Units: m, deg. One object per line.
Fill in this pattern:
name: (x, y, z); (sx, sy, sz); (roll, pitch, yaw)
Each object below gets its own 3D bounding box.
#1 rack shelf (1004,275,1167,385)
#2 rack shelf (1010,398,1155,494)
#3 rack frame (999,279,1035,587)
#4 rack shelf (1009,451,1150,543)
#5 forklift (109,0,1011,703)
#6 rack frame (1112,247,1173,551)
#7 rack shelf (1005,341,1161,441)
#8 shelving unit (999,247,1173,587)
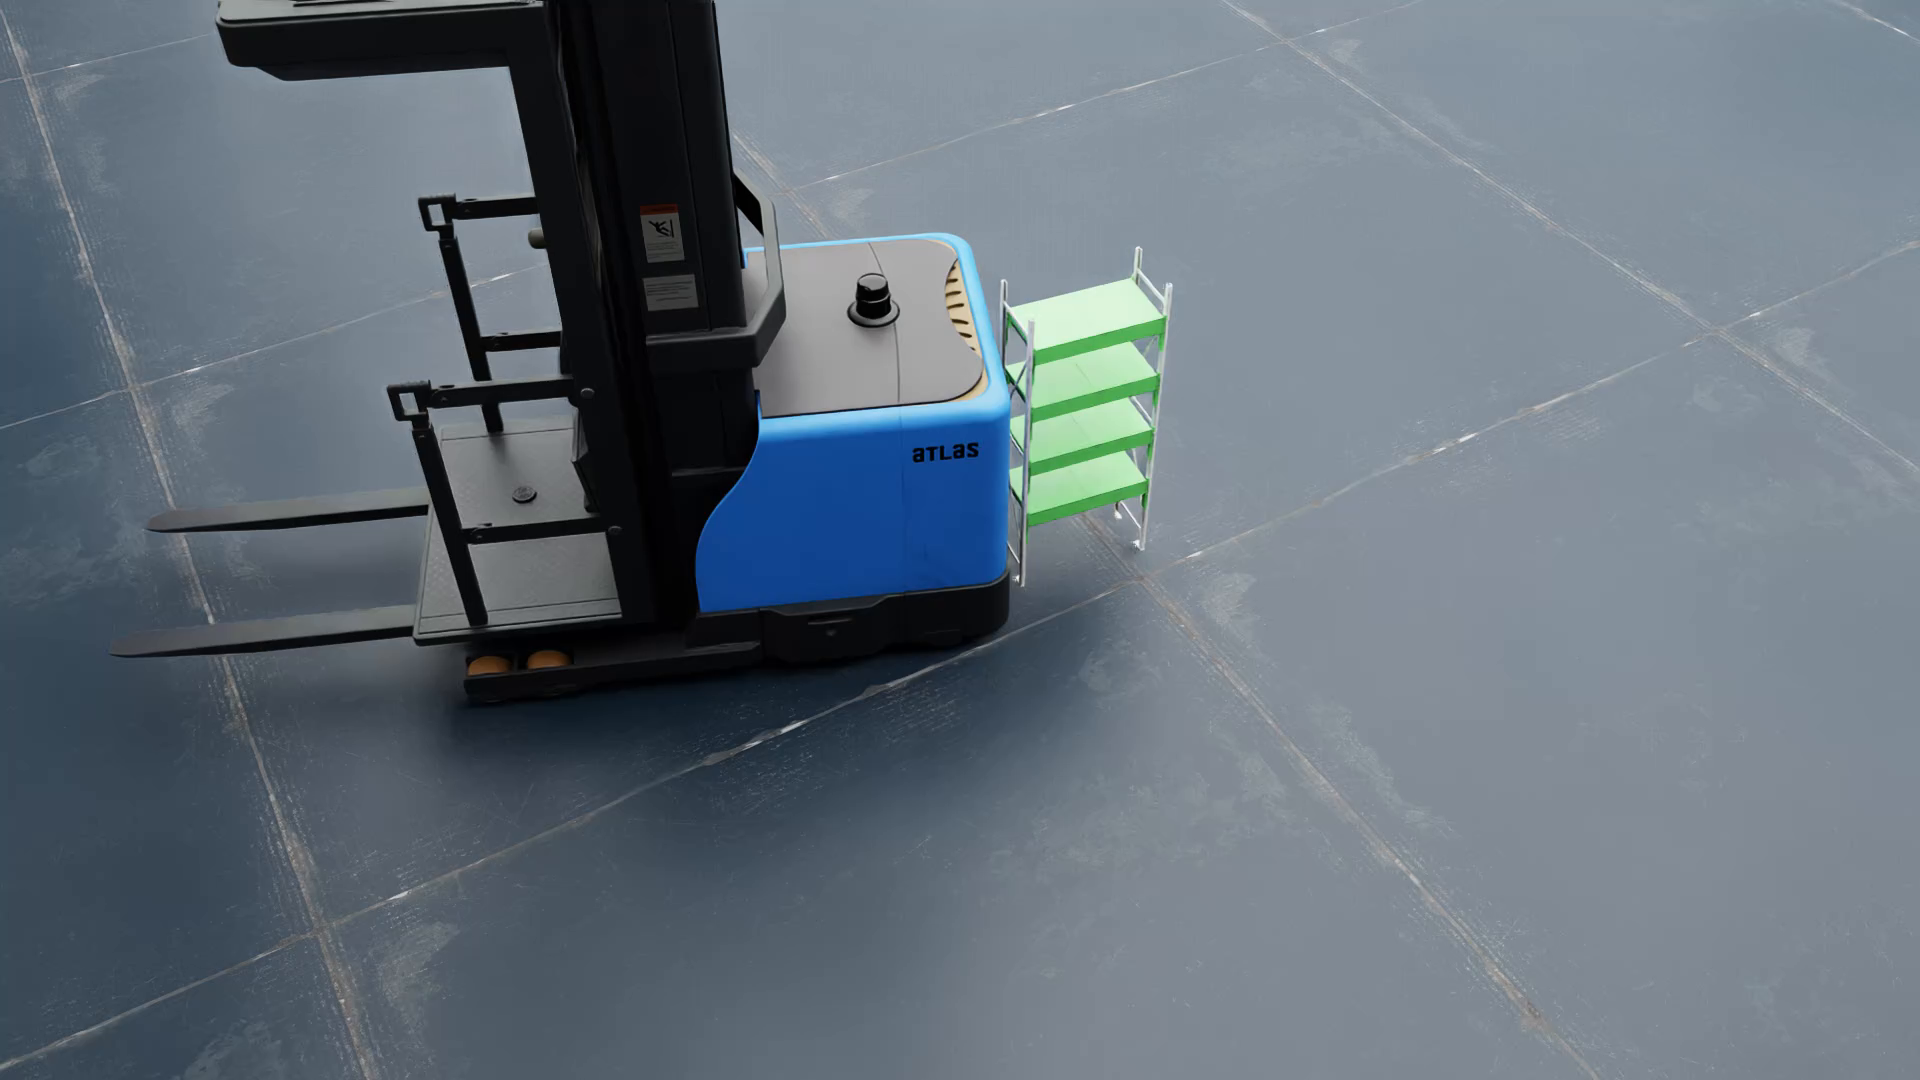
rack shelf: (0.410, -0.700, 5.512); (0.480, 0.148, 0.258); (-16, 46, -16)
rack shelf: (0.410, -0.356, 5.847); (0.480, 0.148, 0.258); (-16, 46, -16)
rack frame: (0.184, -0.337, 5.736); (0.015, 1.200, 0.240); (-16, 46, -16)
rack shelf: (0.410, -0.183, 6.014); (0.480, 0.148, 0.258); (-16, 46, -16)
forklift: (-1.387, -0.892, 5.065); (3.031, 2.935, 1.130); (-6, 44, -6)
rack frame: (0.636, -0.466, 5.869); (0.015, 1.200, 0.240); (-16, 46, -16)
rack shelf: (0.410, -0.528, 5.680); (0.480, 0.148, 0.258); (-16, 46, -16)
shelving unit: (0.410, -0.402, 5.802); (0.503, 1.200, 0.258); (-16, 46, -16)
